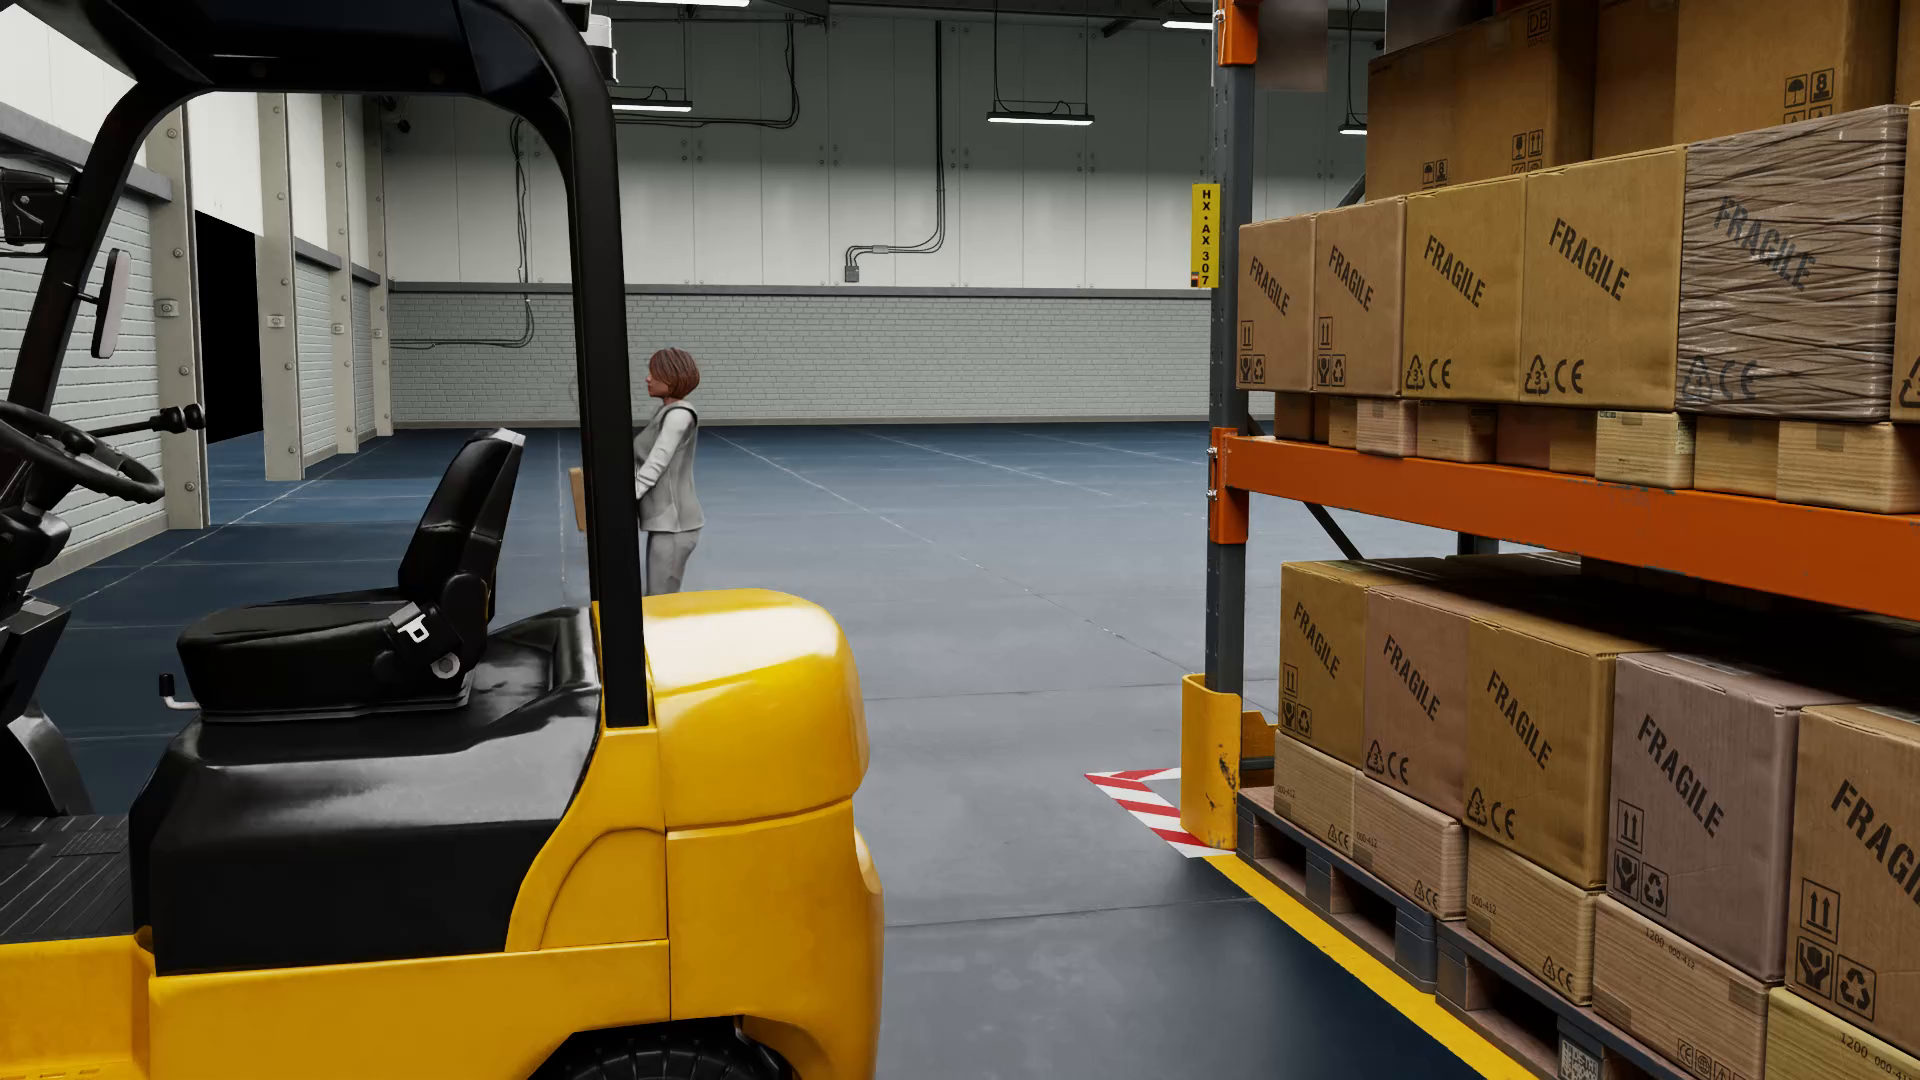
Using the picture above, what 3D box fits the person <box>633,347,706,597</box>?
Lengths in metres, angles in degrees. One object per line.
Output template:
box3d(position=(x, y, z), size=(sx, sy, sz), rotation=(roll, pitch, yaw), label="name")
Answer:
box3d(position=(-1.343, -0.027, 7.139), size=(0.495, 1.595, 0.403), rotation=(-1, 7, -13), label="person")
